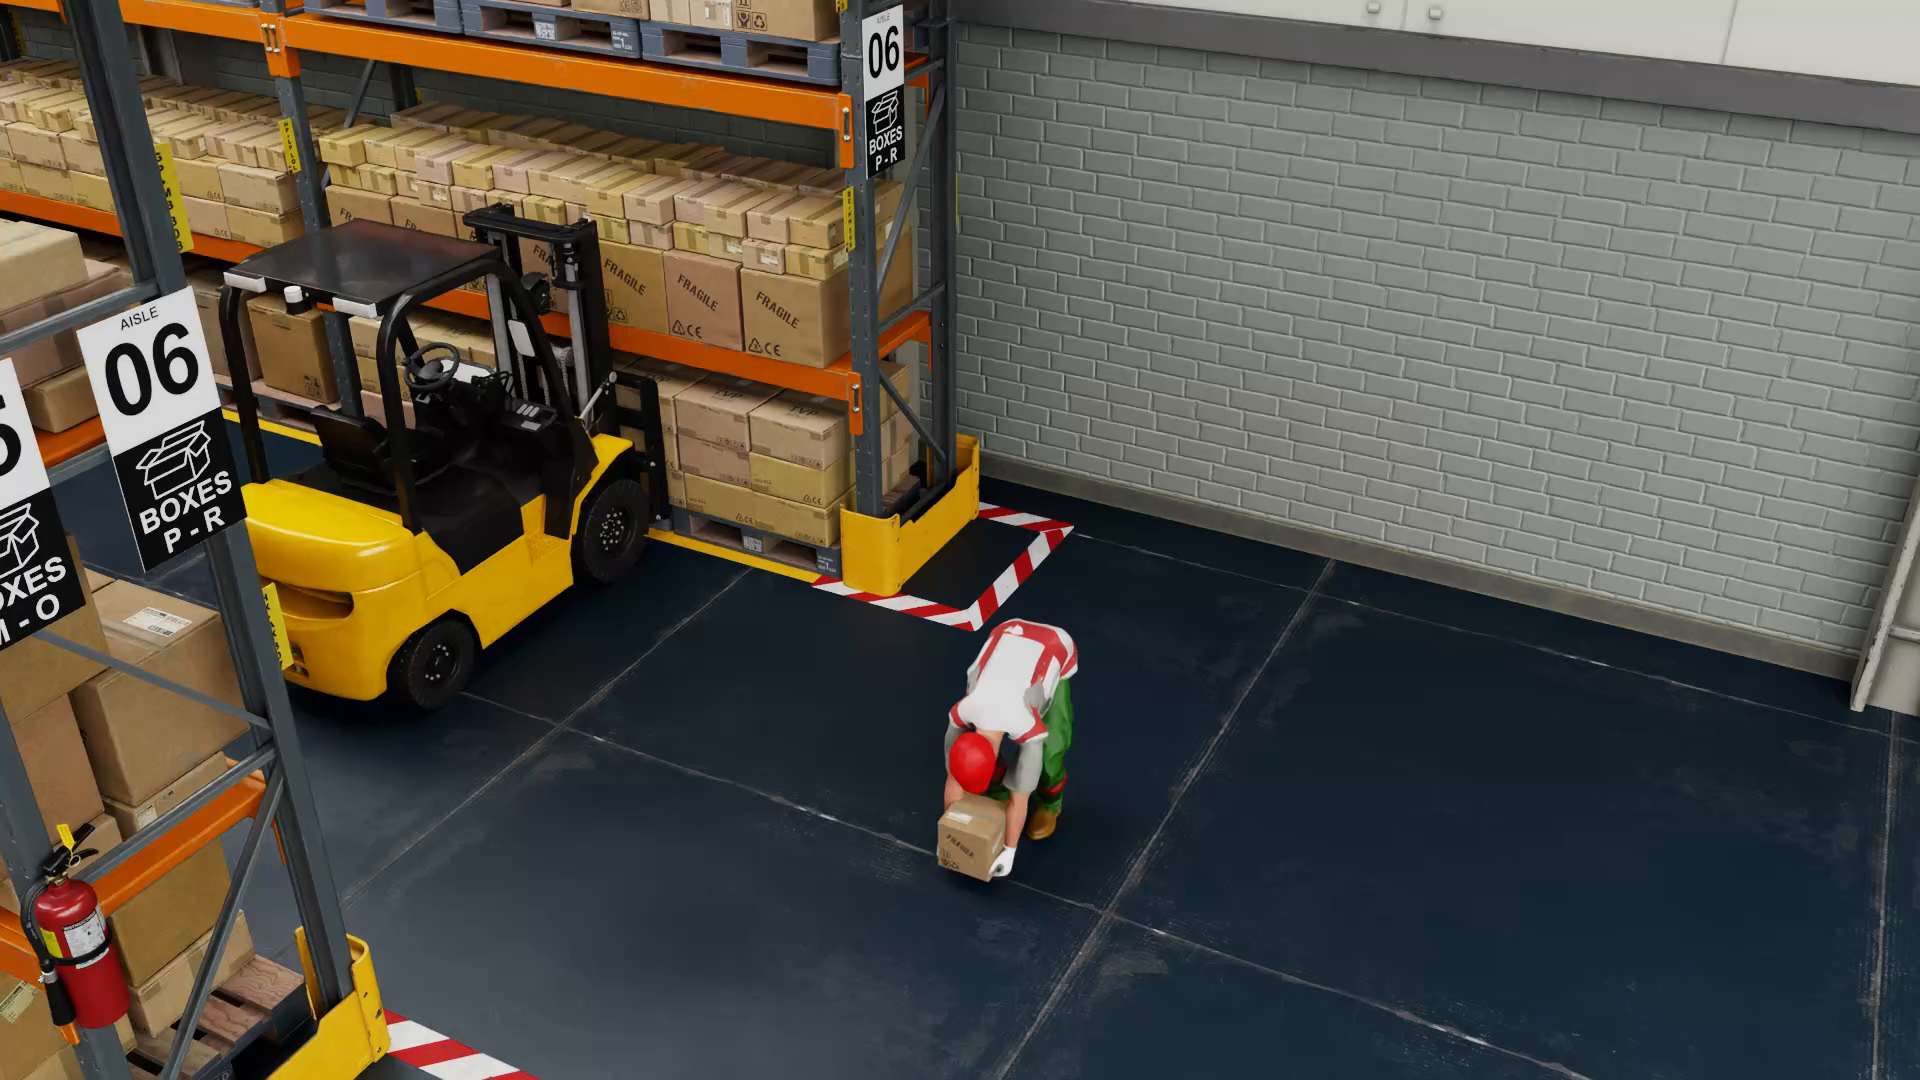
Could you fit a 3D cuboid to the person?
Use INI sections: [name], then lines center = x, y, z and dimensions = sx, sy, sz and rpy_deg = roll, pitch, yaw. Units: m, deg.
[person]
center = 0.211, 0.939, 7.421
dimensions = 0.524, 0.997, 0.950
rpy_deg = 13, 32, 21
